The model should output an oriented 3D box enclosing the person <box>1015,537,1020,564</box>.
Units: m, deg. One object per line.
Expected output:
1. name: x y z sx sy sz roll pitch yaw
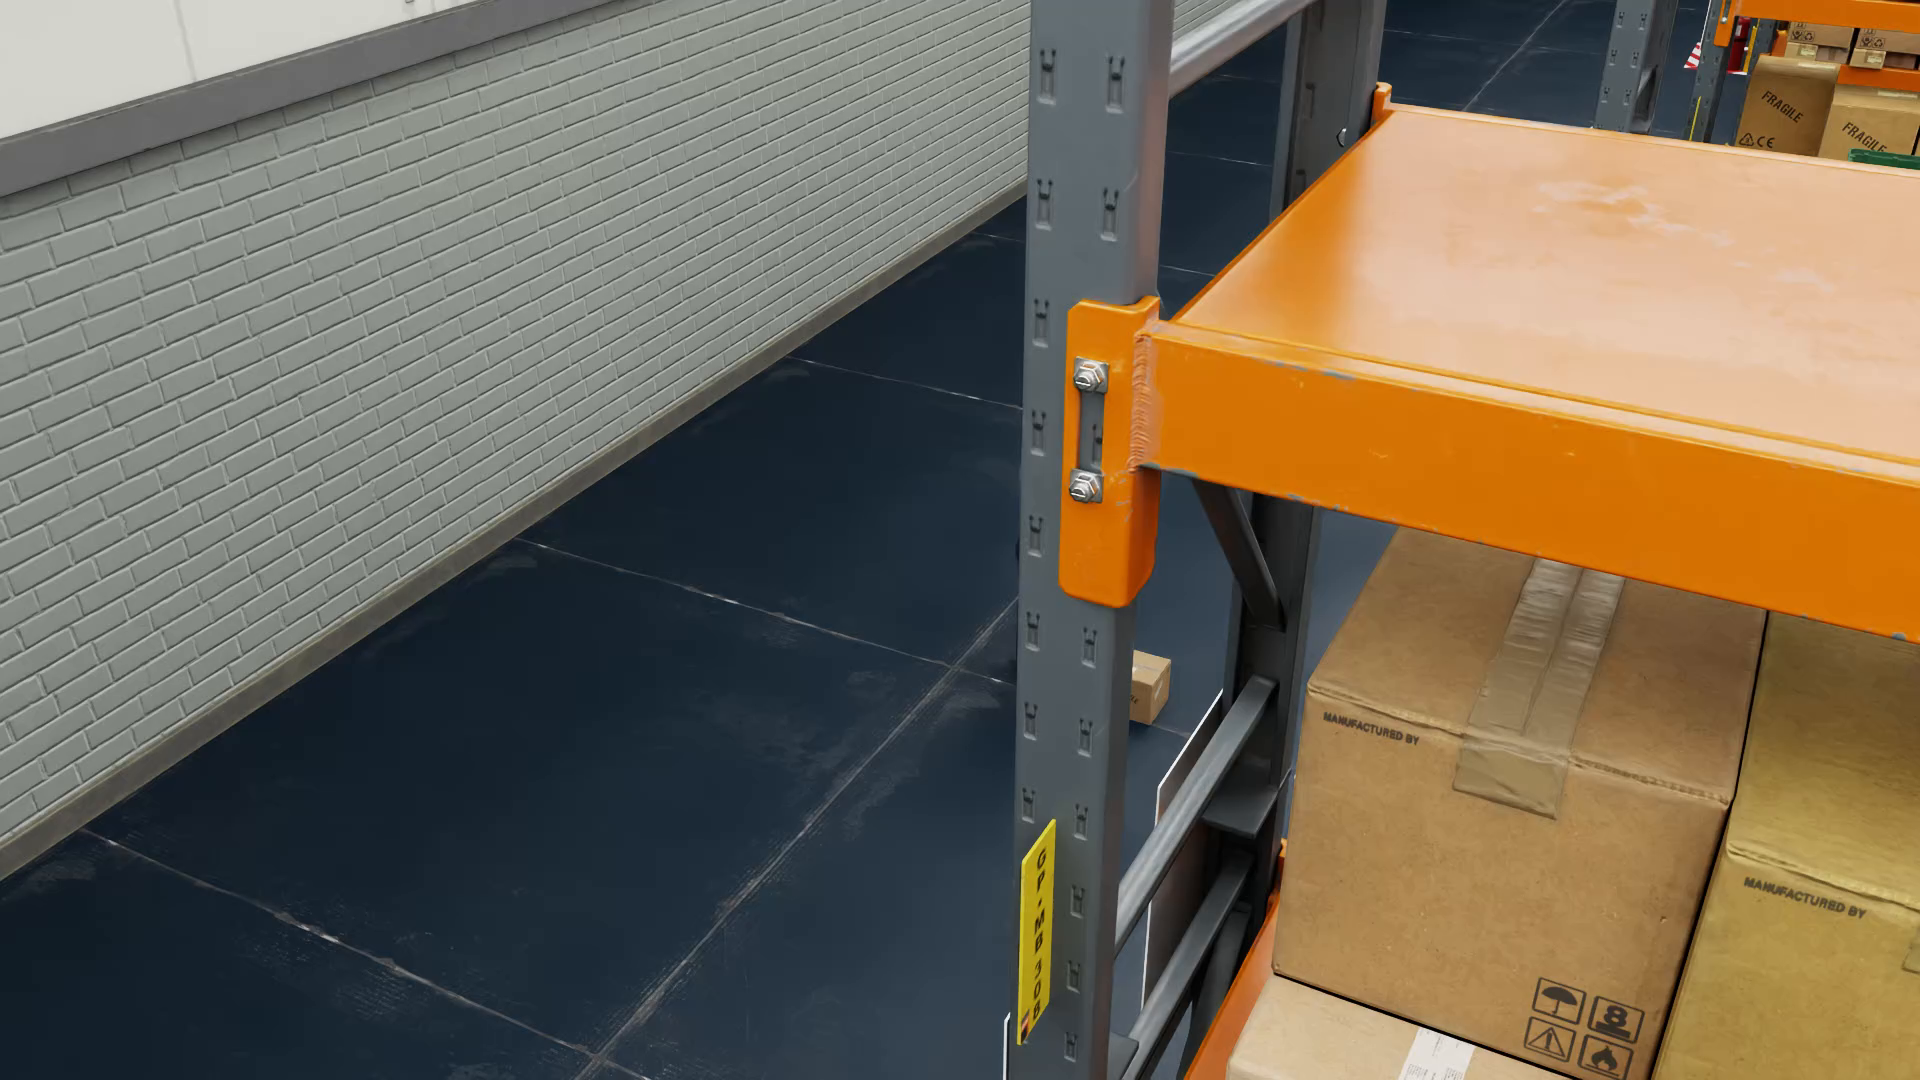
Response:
1. person: 0.492 0.036 8.255 0.359 1.657 0.465 15 34 24
